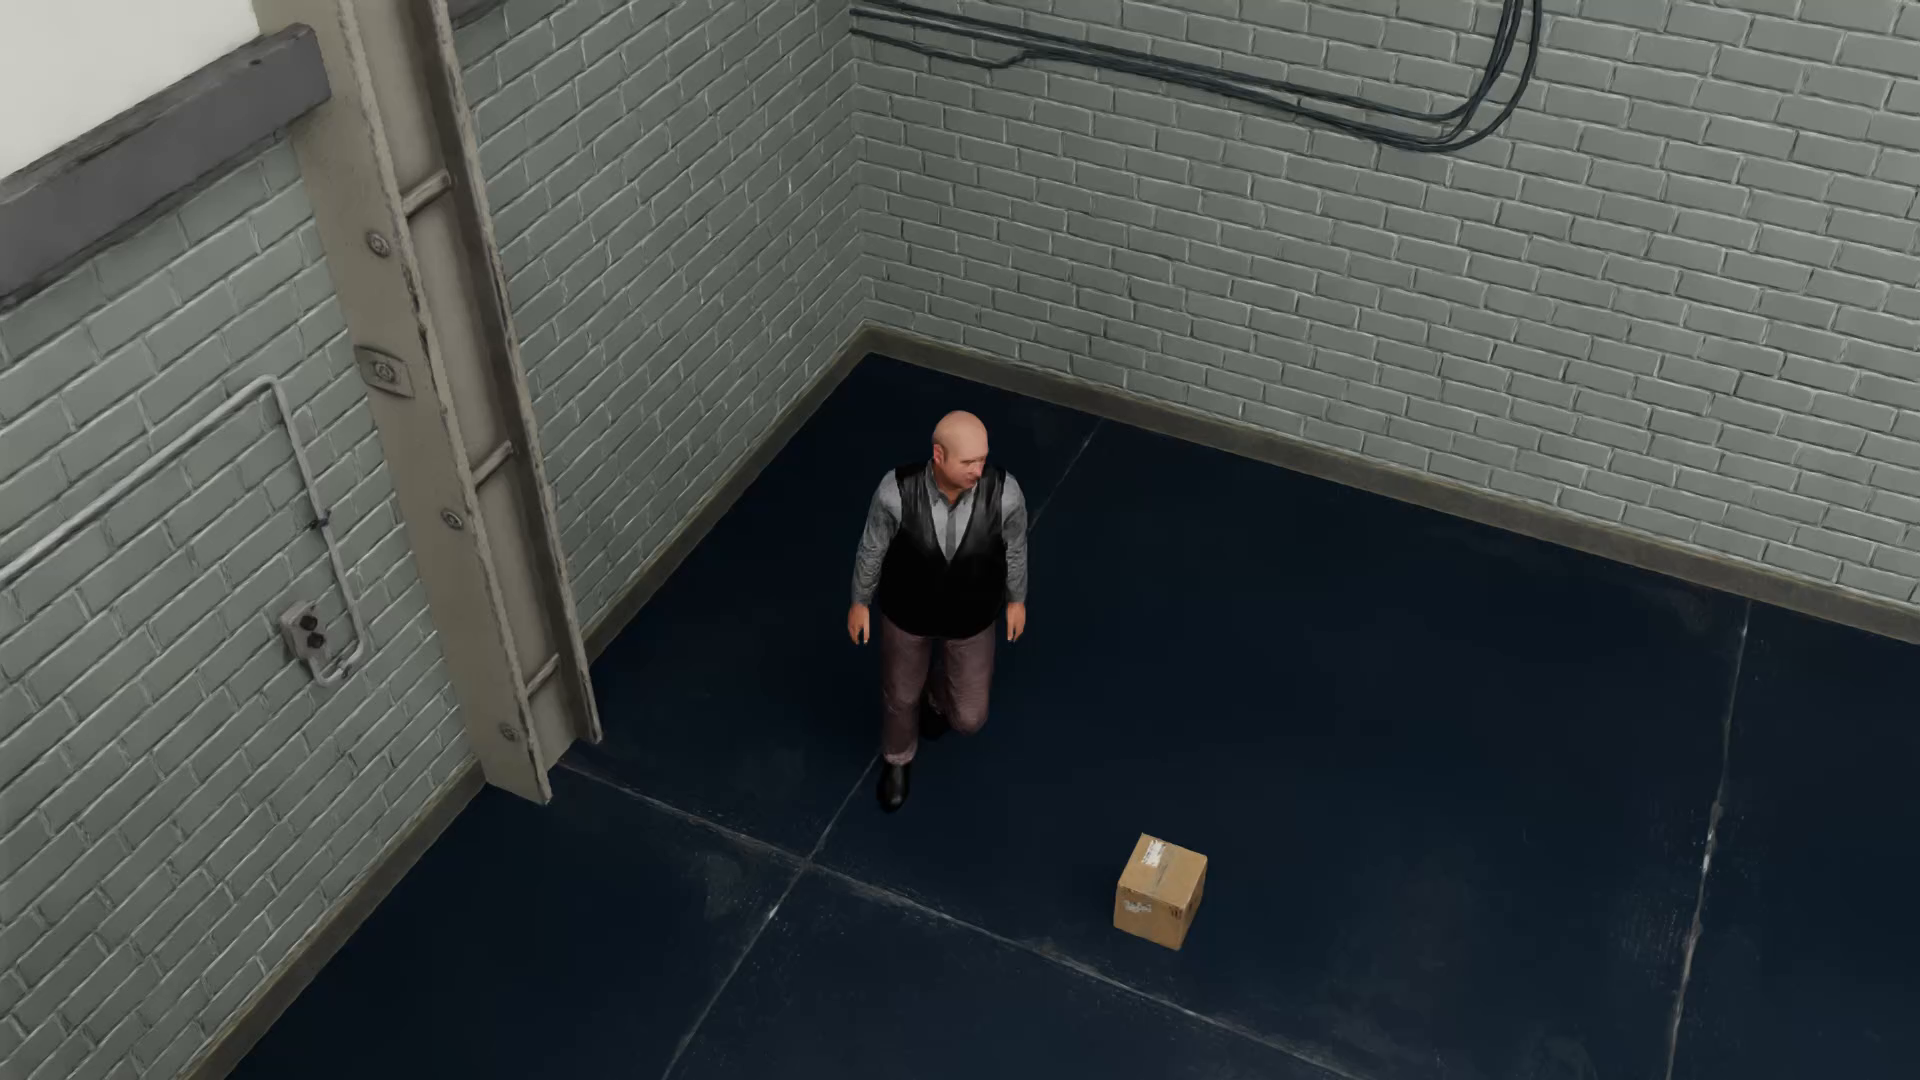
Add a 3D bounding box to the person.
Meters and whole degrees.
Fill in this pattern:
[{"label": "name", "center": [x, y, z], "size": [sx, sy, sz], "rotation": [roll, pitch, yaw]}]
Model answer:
[{"label": "person", "center": [-0.083, 0.239, 5.895], "size": [0.643, 1.704, 0.503], "rotation": [-1, 42, -1]}]
